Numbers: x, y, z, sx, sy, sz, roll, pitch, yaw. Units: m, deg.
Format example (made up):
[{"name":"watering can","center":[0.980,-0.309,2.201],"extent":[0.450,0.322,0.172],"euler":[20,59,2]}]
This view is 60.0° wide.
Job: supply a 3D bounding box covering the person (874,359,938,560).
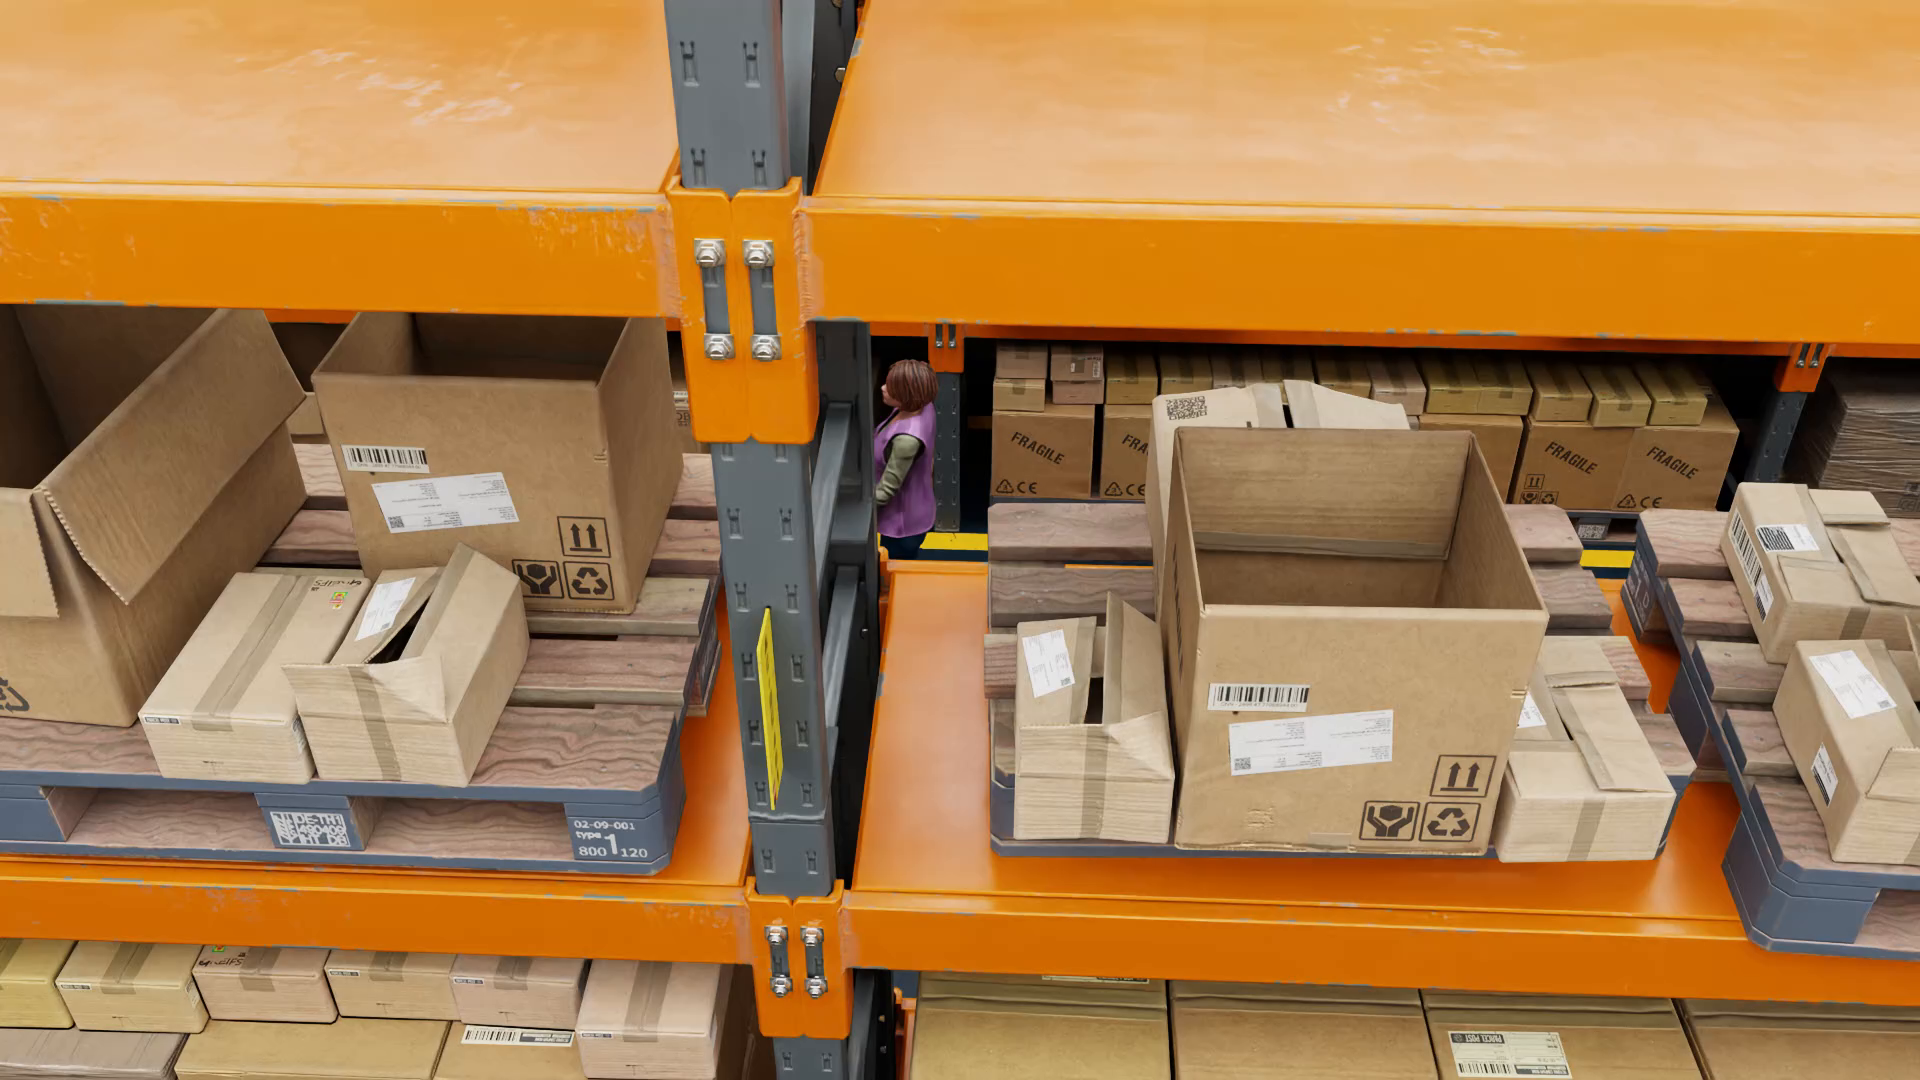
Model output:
[{"name":"person","center":[-0.319,-0.100,7.253],"extent":[0.461,1.601,0.440],"euler":[3,36,4]}]
